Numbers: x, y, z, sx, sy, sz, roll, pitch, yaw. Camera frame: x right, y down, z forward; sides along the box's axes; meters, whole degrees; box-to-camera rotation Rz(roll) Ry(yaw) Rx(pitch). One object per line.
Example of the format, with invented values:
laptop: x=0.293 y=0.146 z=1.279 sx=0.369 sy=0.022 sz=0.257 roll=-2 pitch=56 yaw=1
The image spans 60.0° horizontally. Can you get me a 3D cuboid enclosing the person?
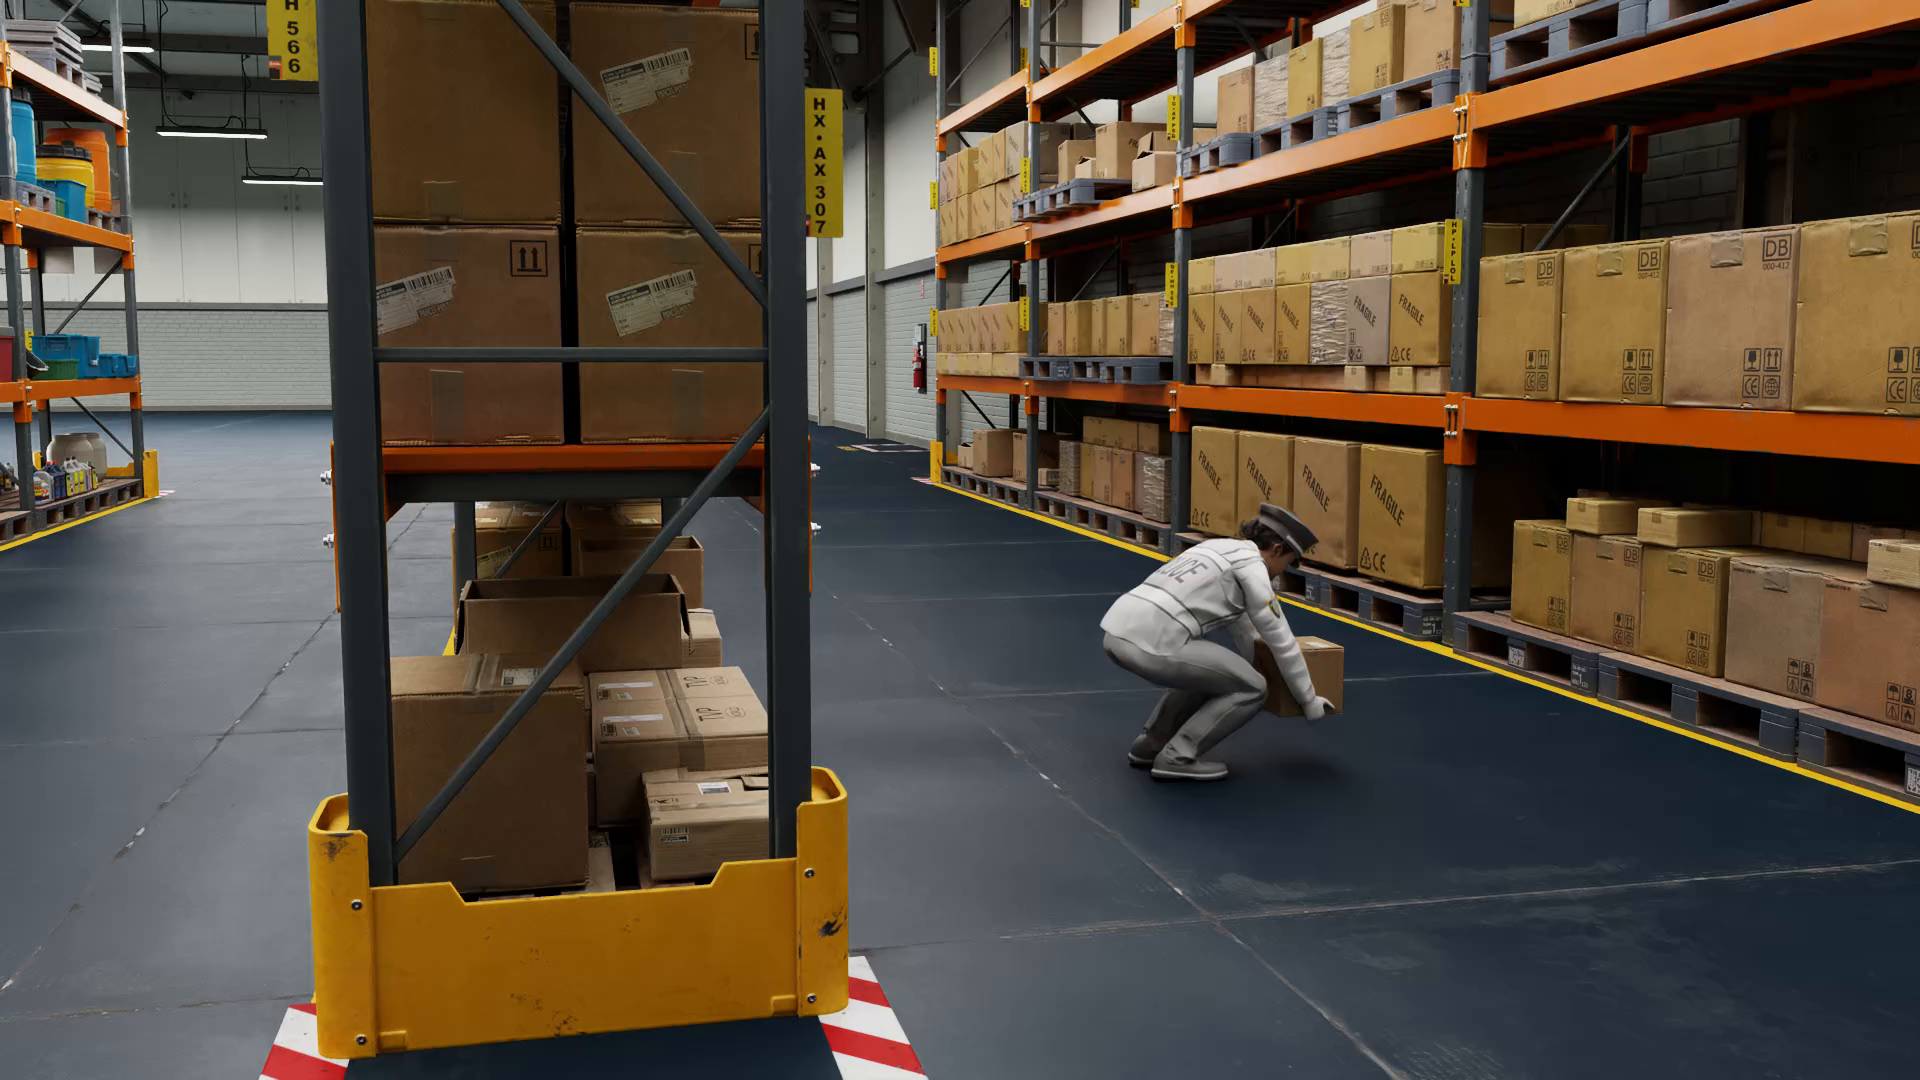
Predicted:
person: x=0.933 y=0.361 z=6.086 sx=0.853 sy=0.981 sz=0.464 roll=-2 pitch=6 yaw=-15
